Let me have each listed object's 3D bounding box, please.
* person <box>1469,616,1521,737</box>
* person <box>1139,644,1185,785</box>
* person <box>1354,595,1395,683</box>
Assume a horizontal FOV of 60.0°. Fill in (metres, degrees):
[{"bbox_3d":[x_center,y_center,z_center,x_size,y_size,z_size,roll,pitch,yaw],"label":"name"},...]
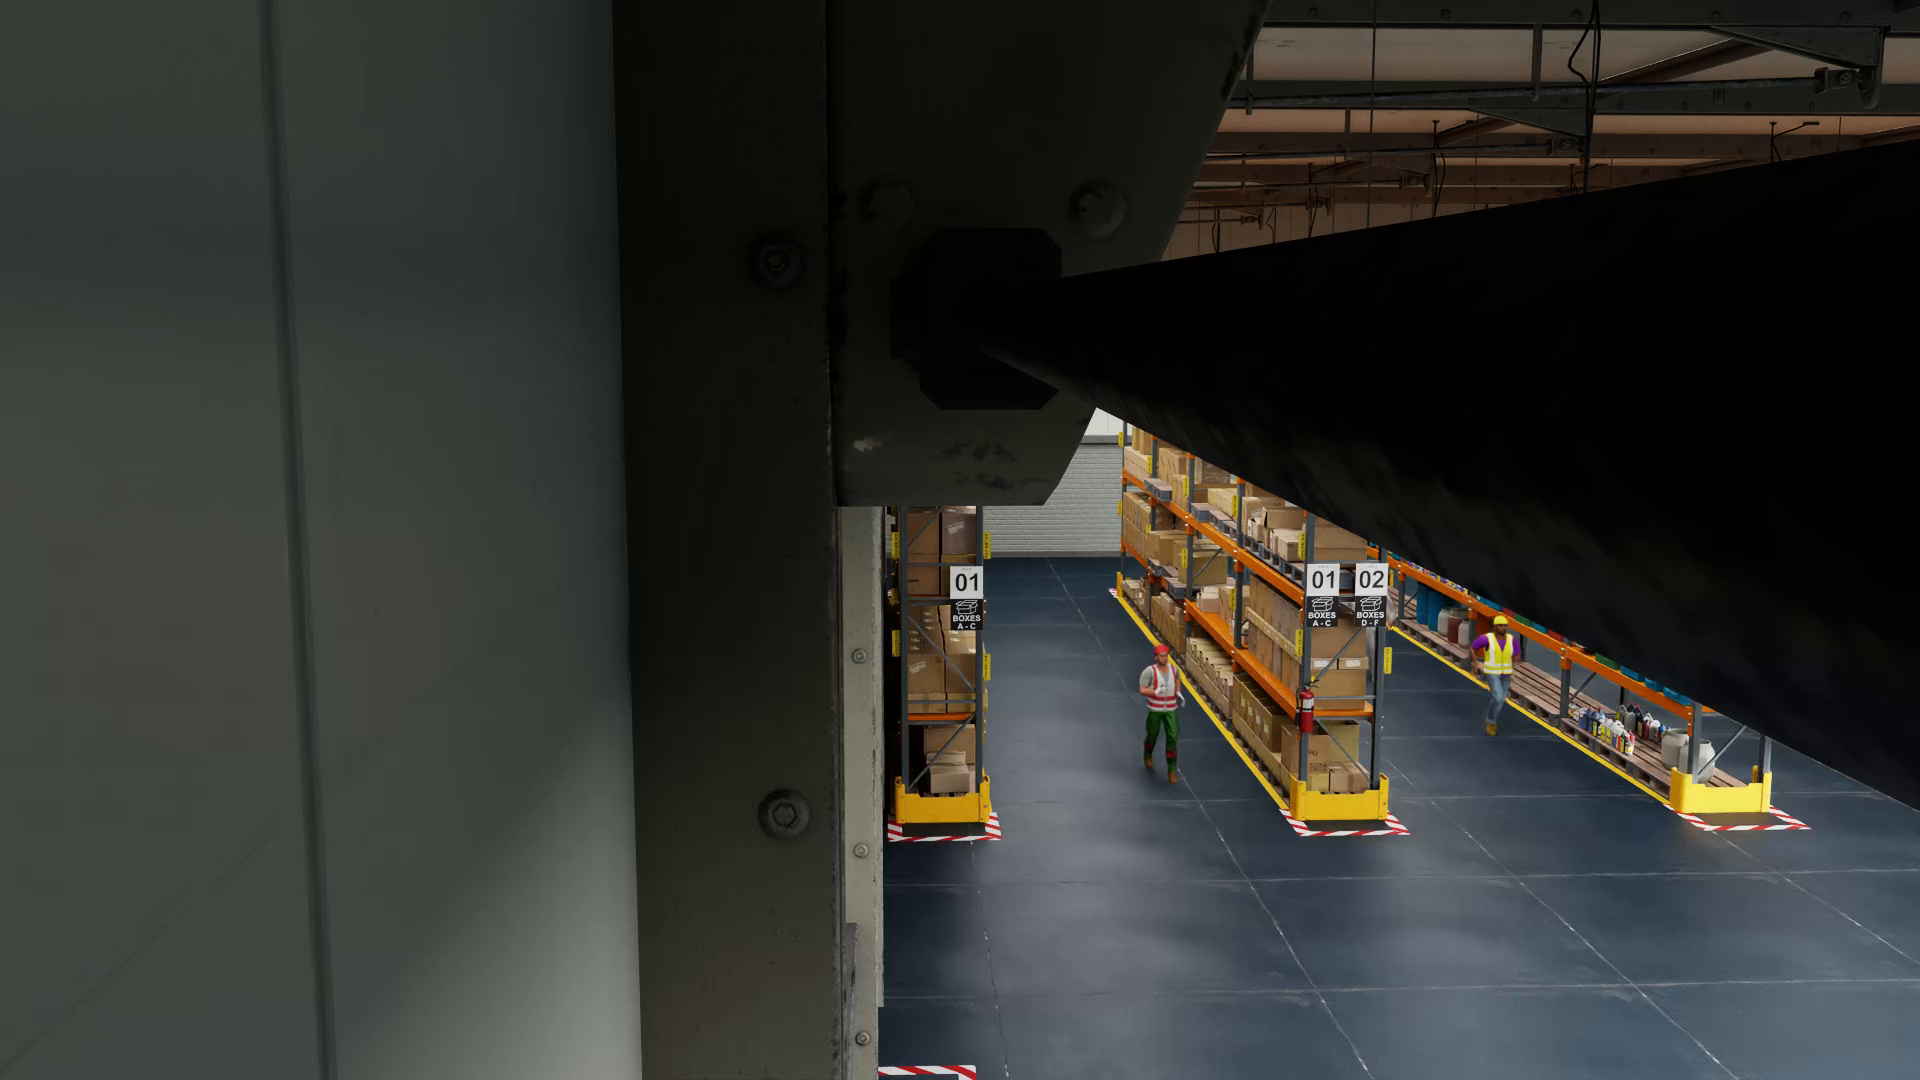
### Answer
[{"bbox_3d":[7.972,2.011,24.633,0.670,1.801,0.728,-1,8,-8],"label":"person"},{"bbox_3d":[2.711,2.291,22.334,0.657,1.804,0.937,-1,8,-9],"label":"person"},{"bbox_3d":[7.063,1.502,28.319,0.673,1.771,0.849,0,8,-3],"label":"person"}]
